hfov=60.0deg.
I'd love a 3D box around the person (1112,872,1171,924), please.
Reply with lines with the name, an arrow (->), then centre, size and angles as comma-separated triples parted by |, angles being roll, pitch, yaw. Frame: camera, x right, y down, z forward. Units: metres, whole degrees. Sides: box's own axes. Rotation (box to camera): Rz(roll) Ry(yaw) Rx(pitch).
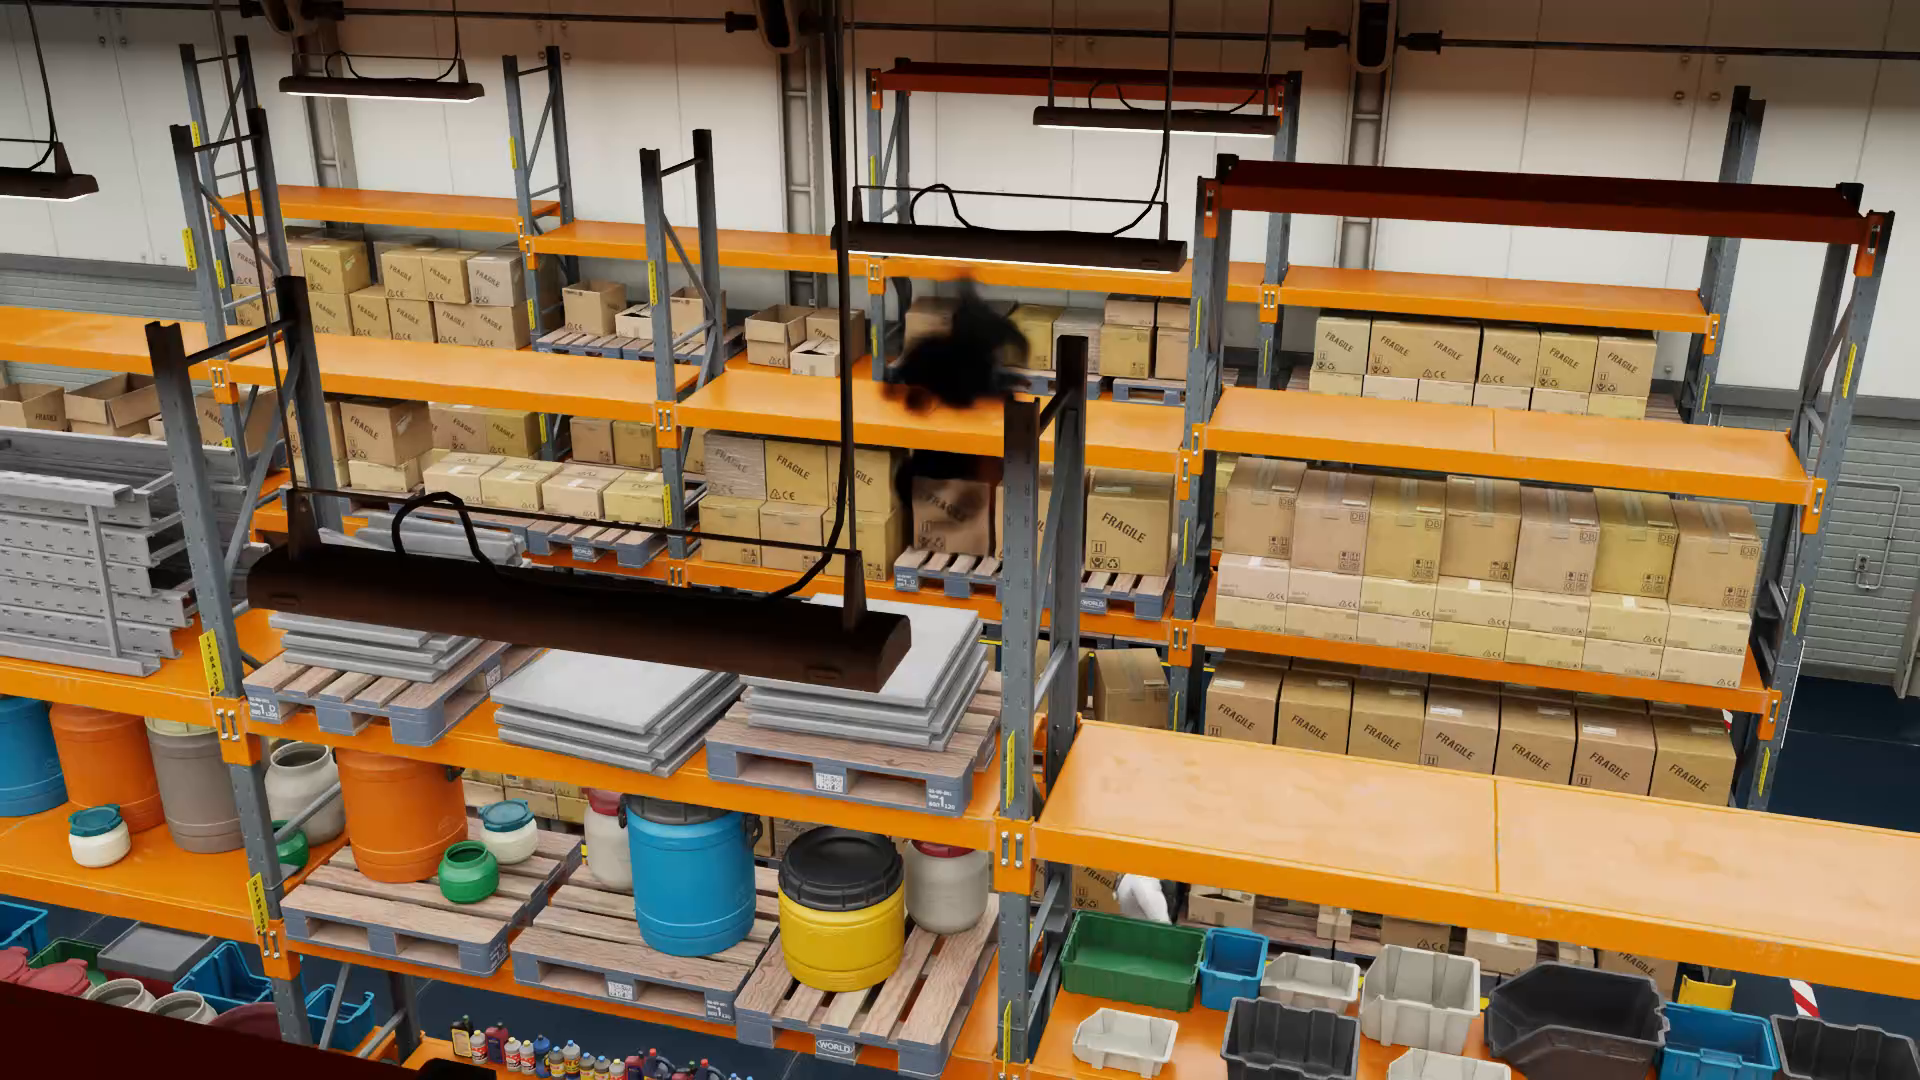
person -> 1.322, 2.742, 11.254 | 1.085, 1.780, 0.714 | 5, 23, 11
